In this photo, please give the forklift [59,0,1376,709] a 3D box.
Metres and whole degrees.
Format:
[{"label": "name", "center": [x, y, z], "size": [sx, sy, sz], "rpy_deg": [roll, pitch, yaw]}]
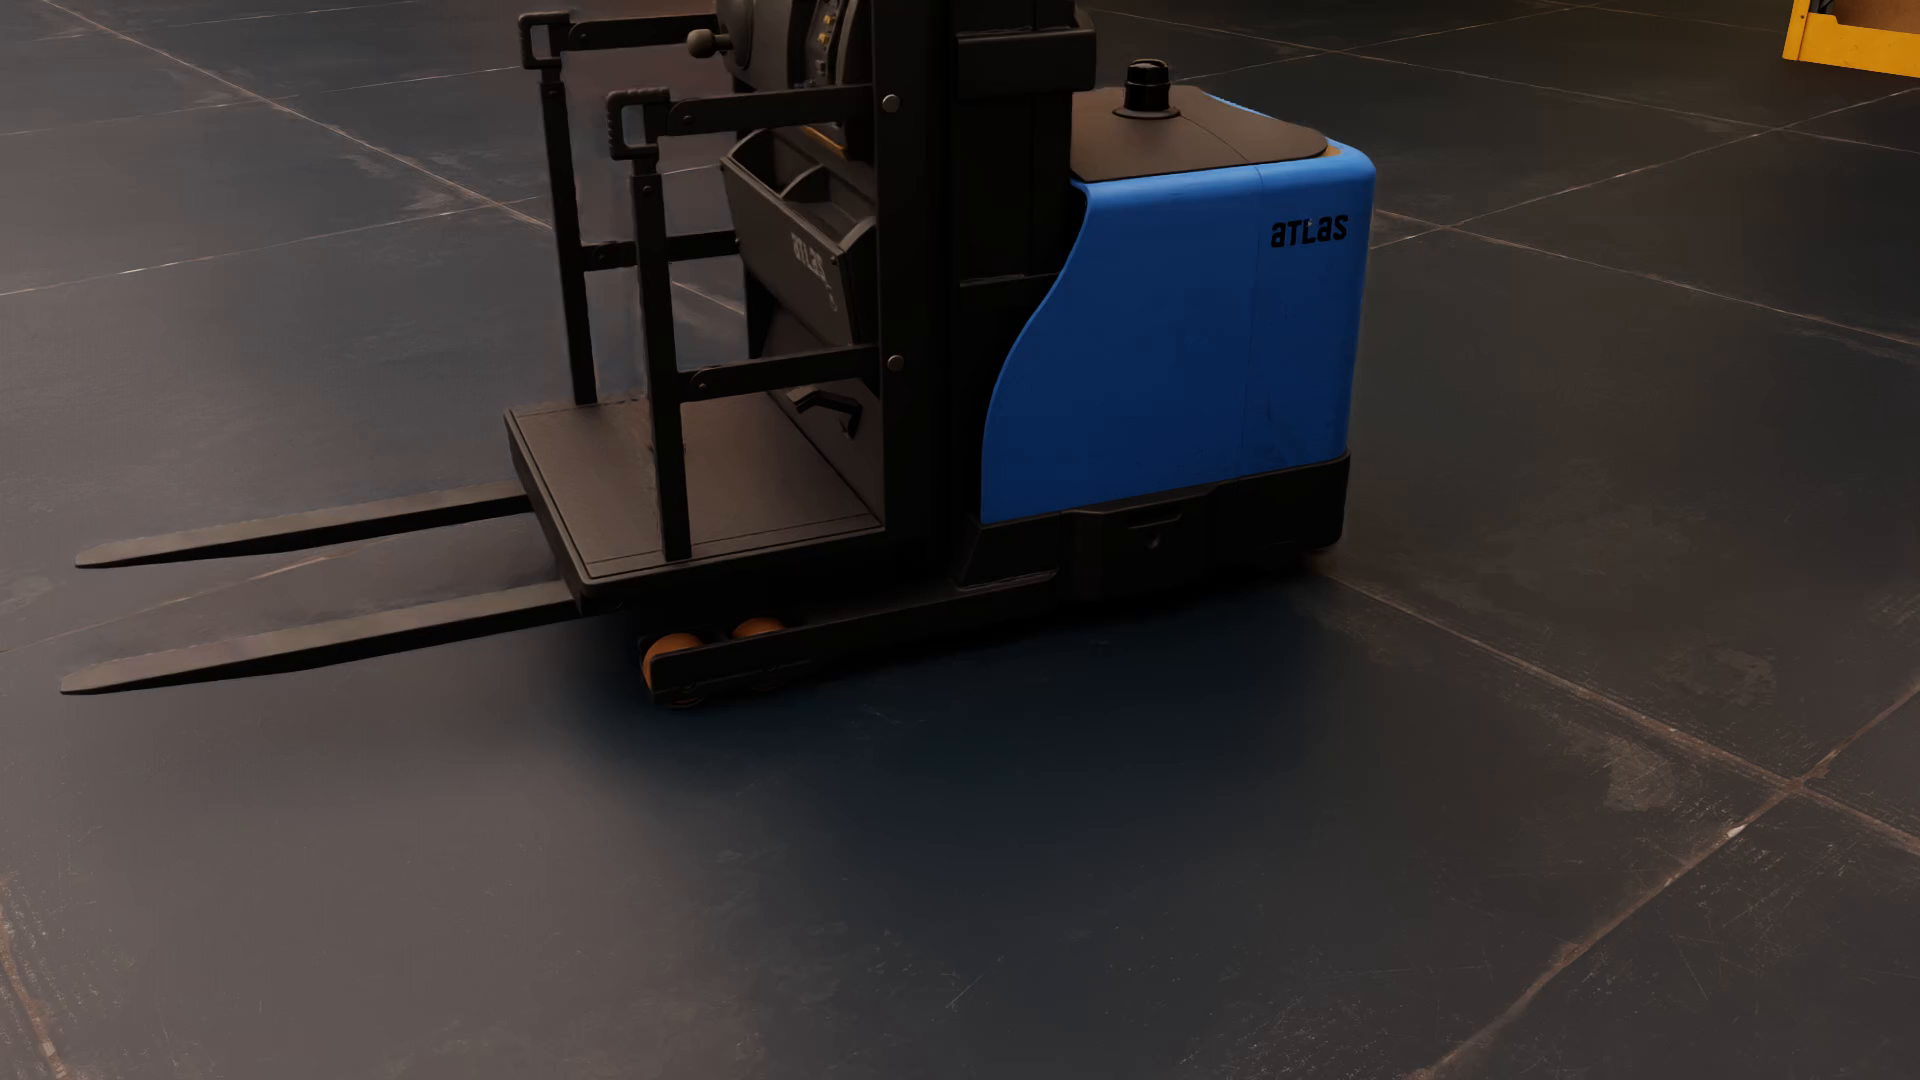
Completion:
[{"label": "forklift", "center": [-0.563, -1.201, 3.624], "size": [3.031, 2.935, 1.130], "rpy_deg": [-11, 28, -20]}]
